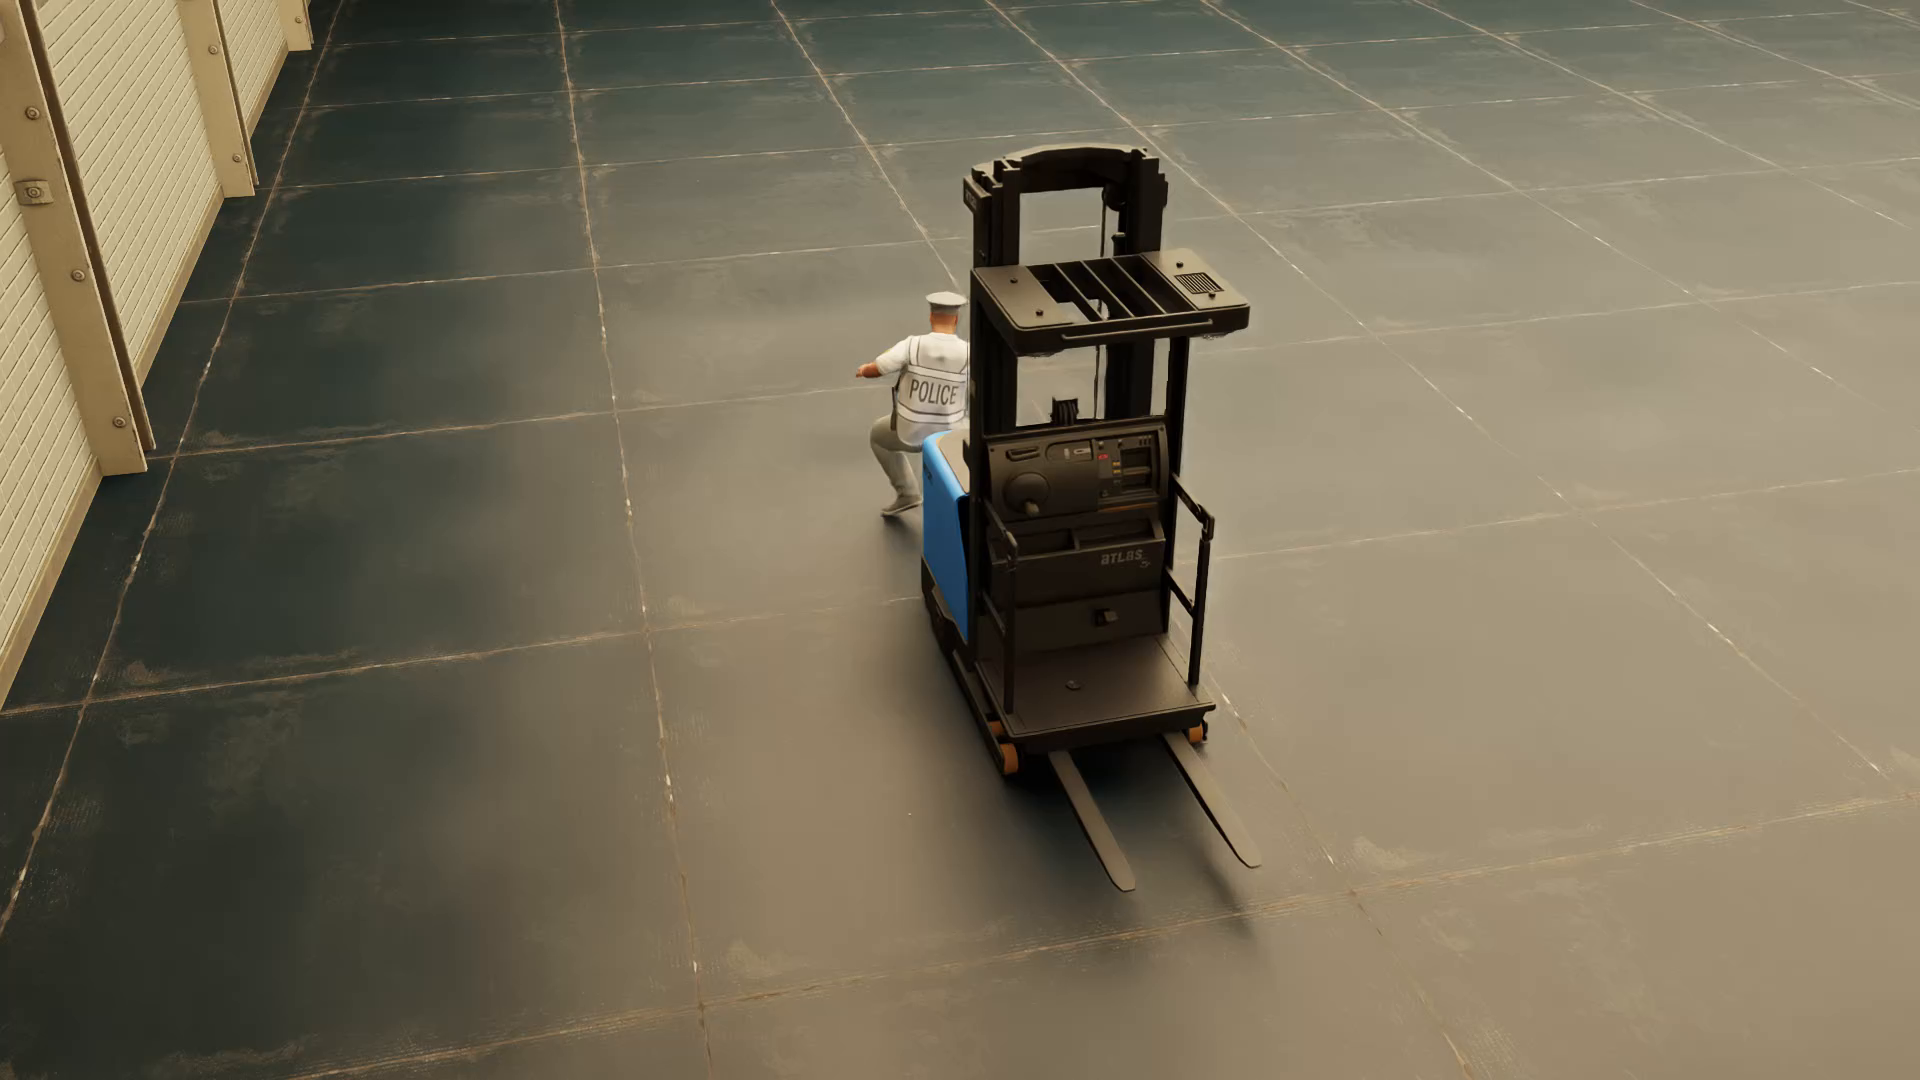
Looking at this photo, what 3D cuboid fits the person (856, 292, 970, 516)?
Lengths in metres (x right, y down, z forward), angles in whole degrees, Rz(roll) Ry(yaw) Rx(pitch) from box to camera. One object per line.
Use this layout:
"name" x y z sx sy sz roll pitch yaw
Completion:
"person" -0.180 -0.844 10.398 0.935 1.556 0.777 -1 30 -2

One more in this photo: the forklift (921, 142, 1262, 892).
"forklift" 0.649 -0.293 8.081 1.130 2.935 3.031 -8 31 -13
